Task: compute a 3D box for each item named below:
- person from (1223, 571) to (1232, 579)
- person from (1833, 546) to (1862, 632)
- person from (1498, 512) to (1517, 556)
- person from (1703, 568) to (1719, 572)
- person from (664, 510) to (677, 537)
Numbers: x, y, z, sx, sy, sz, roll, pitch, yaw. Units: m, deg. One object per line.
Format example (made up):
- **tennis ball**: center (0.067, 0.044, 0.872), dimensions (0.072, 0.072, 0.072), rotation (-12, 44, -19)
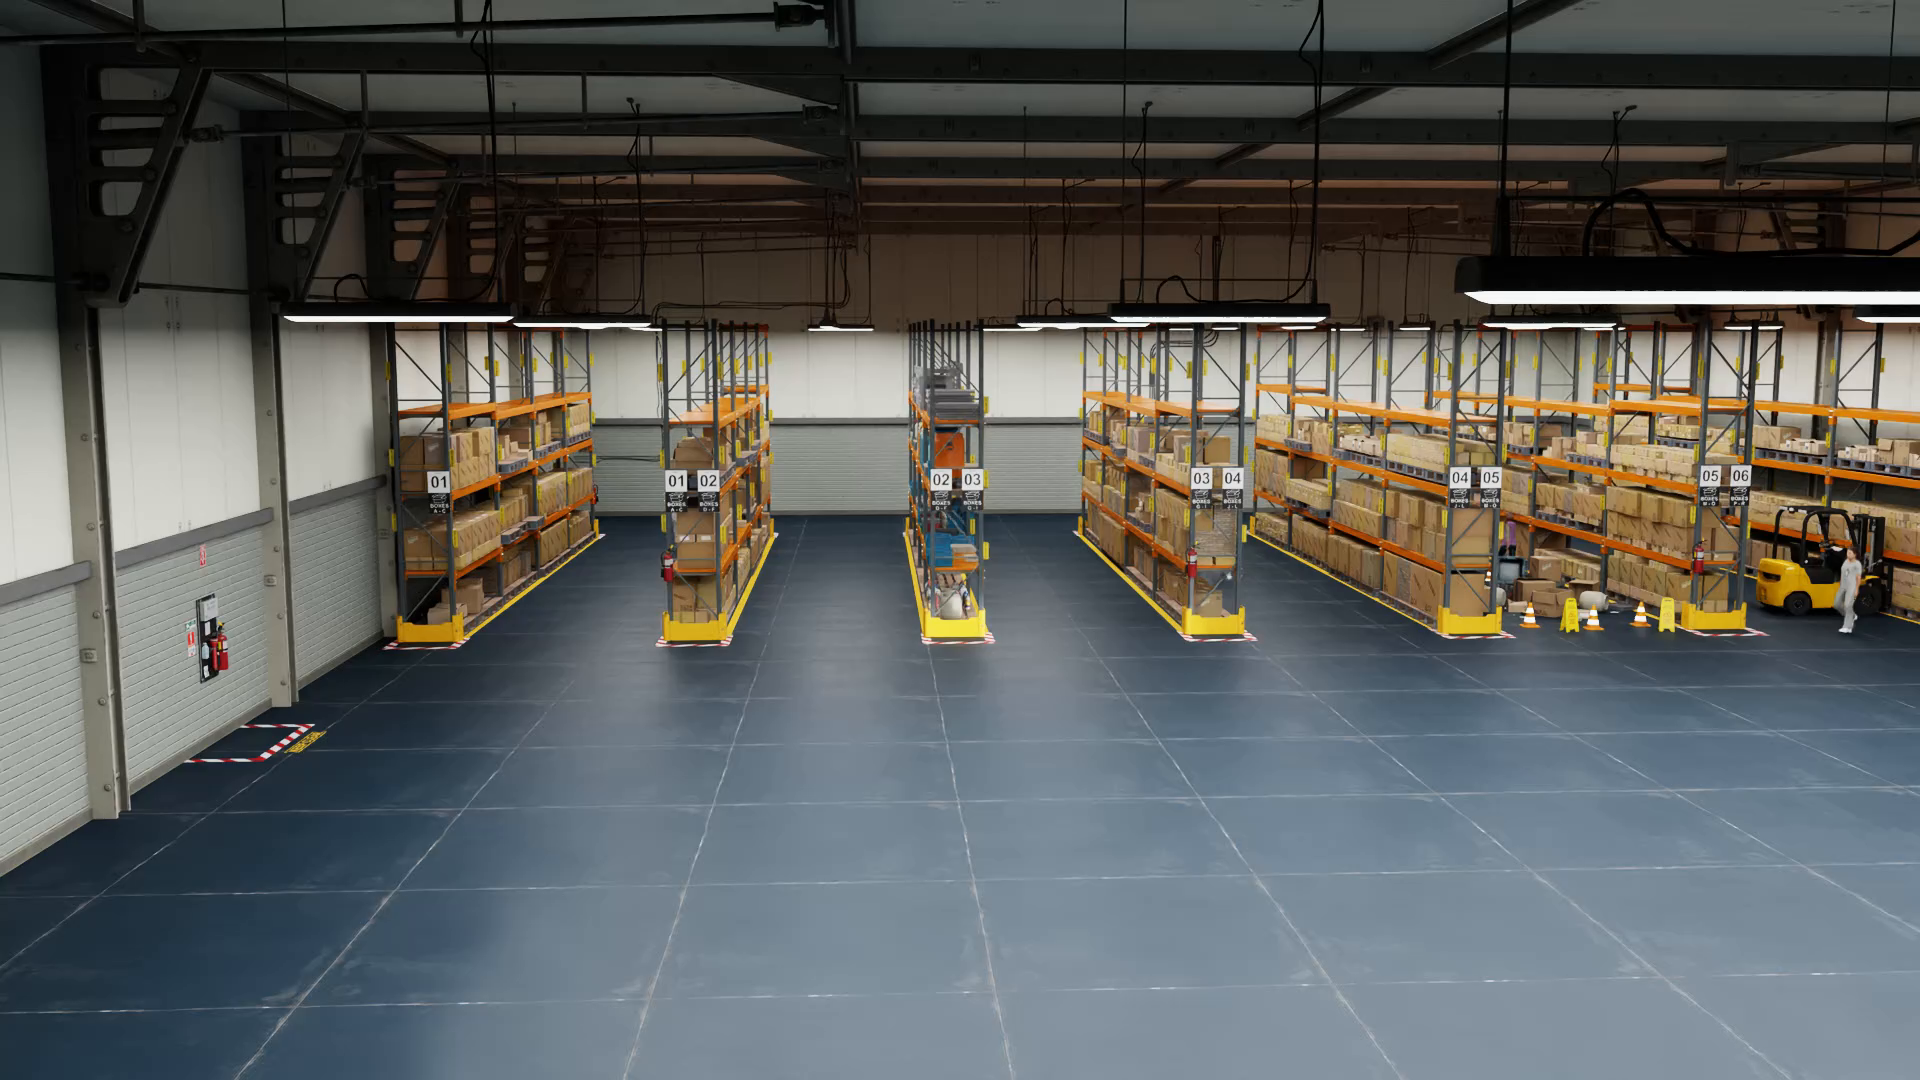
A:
- **person**: center (6.381, 0.003, 39.197), dimensions (0.546, 1.729, 1.080), rotation (-1, 7, -11)
- **person**: center (17.118, 0.936, 31.932), dimensions (0.547, 1.661, 0.469), rotation (-3, 8, -22)
- **person**: center (12.849, 0.137, 38.802), dimensions (0.414, 1.578, 0.528), rotation (-3, 7, -20)
- **person**: center (16.611, 0.366, 36.591), dimensions (0.616, 1.706, 0.770), rotation (-2, 7, -15)
- **person**: center (-7.437, -0.525, 43.953), dimensions (0.688, 1.658, 0.714), rotation (1, 7, 6)
